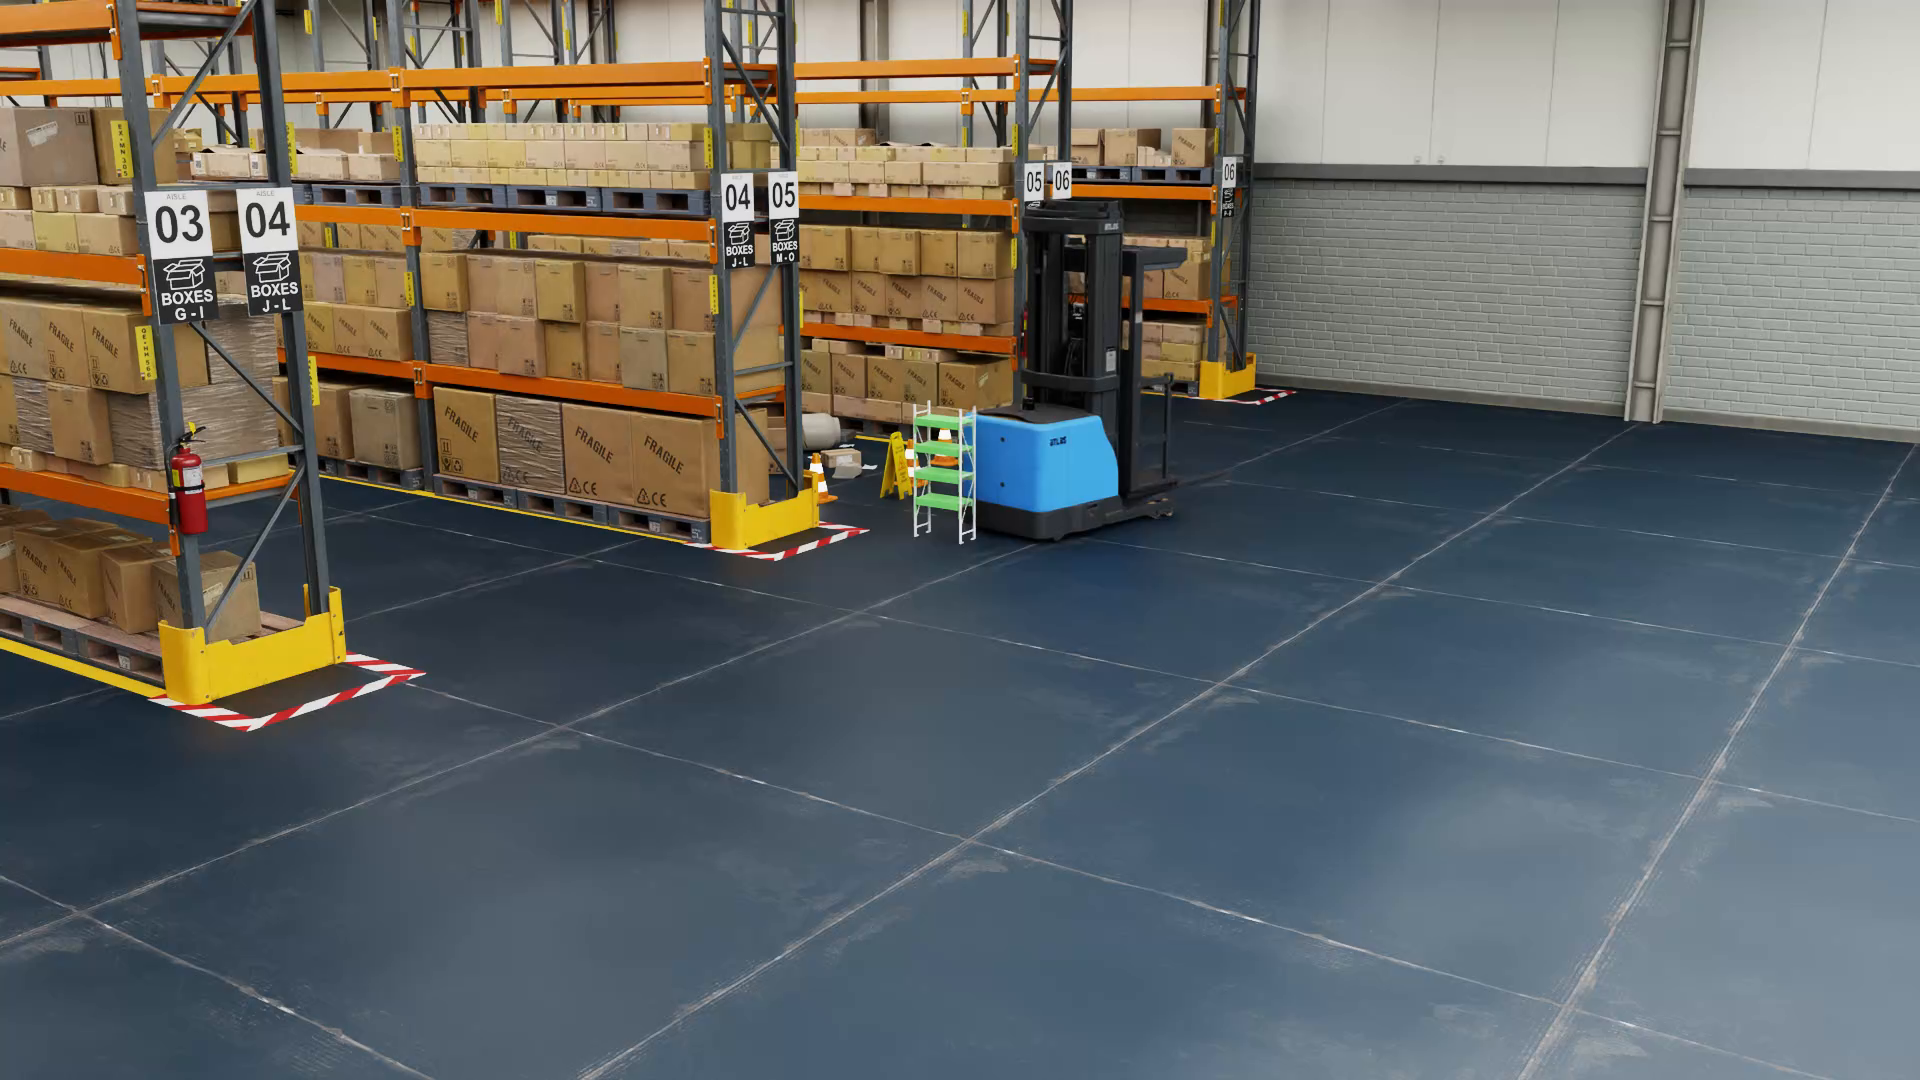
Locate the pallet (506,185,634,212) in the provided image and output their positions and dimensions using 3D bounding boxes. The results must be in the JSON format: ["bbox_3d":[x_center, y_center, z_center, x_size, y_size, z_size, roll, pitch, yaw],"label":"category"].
[{"bbox_3d":[-3.401,-3.177,15.356,1.213,0.211,1.003,9,17,33],"label":"pallet"}]

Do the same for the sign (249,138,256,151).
[{"bbox_3d":[-8.085,-4.431,18.997,0.005,0.325,0.100,9,17,33],"label":"sign"}]

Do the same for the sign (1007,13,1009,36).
[{"bbox_3d":[0.694,-7.580,24.443,0.005,0.325,0.100,9,17,33],"label":"sign"}]

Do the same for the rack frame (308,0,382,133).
[{"bbox_3d":[-9.042,-7.025,24.474,0.127,3.000,1.000,9,17,33],"label":"rack frame"}]

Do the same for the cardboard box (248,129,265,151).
[{"bbox_3d":[-10.772,-6.106,25.714,0.500,0.500,0.500,10,17,34],"label":"cardboard box"}]

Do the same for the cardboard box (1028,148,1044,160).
[{"bbox_3d":[0.734,-4.313,18.625,0.250,0.149,0.380,9,17,32],"label":"cardboard box"}]

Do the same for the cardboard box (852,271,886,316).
[{"bbox_3d":[-0.925,-2.922,19.557,0.500,0.500,0.500,9,17,33],"label":"cardboard box"}]

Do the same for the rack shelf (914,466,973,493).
[{"bbox_3d":[-0.137,-0.543,14.784,0.480,0.148,0.258,9,17,33],"label":"rack shelf"}]

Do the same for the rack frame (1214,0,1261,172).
[{"bbox_3d":[3.683,-6.406,21.973,0.127,3.000,1.000,9,17,33],"label":"rack frame"}]

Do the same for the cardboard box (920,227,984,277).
[{"bbox_3d":[-0.046,-3.276,18.907,0.500,0.500,0.700,9,17,33],"label":"cardboard box"}]

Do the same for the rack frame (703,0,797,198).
[{"bbox_3d":[-1.763,-4.415,13.931,0.127,3.000,1.000,9,17,33],"label":"rack frame"}]

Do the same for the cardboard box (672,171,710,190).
[{"bbox_3d":[-2.228,-3.066,14.166,0.250,0.149,0.380,9,17,33],"label":"cardboard box"}]

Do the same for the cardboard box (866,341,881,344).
[{"bbox_3d":[-1.340,-3.355,26.202,0.625,0.625,0.875,8,16,31],"label":"cardboard box"}]

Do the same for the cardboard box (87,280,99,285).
[{"bbox_3d":[-9.909,-3.059,19.347,0.250,0.149,0.380,9,17,33],"label":"cardboard box"}]

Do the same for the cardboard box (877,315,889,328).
[{"bbox_3d":[-0.772,-2.598,19.598,0.250,0.149,0.380,9,17,33],"label":"cardboard box"}]

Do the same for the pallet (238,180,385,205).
[{"bbox_3d":[-6.908,-3.715,17.739,1.213,0.211,1.003,10,17,35],"label":"pallet"}]

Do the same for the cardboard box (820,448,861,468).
[{"bbox_3d":[-1.299,-0.893,18.119,0.380,0.149,0.250,-7,15,-25],"label":"cardboard box"}]

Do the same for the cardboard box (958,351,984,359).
[{"bbox_3d":[-0.056,-1.972,19.836,0.500,0.500,0.500,8,16,31],"label":"cardboard box"}]

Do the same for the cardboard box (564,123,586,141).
[{"bbox_3d":[-3.287,-3.625,14.762,0.250,0.149,0.380,9,16,32],"label":"cardboard box"}]

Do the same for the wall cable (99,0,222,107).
[{"bbox_3d":[-15.230,-8.986,32.319,0.133,3.039,2.988,9,17,33],"label":"wall cable"}]

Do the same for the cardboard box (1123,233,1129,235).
[{"bbox_3d":[2.256,-4.302,23.783,0.250,0.149,0.380,9,17,33],"label":"cardboard box"}]

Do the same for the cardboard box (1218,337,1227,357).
[{"bbox_3d":[3.408,-2.710,23.336,0.500,0.250,0.500,10,17,34],"label":"cardboard box"}]

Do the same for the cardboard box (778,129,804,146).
[{"bbox_3d":[-2.491,-6.178,26.004,0.500,0.500,0.500,9,17,33],"label":"cardboard box"}]

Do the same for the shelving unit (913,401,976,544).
[{"bbox_3d":[-0.137,-0.605,14.769,0.503,1.200,0.258,9,17,33],"label":"shelving unit"}]

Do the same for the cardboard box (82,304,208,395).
[{"bbox_3d":[-5.210,-1.230,10.643,0.500,0.500,0.500,9,17,33],"label":"cardboard box"}]

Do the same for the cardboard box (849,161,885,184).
[{"bbox_3d":[-0.930,-4.250,19.198,0.500,0.250,0.500,9,17,33],"label":"cardboard box"}]

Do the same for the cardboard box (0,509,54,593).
[{"bbox_3d":[-7.145,0.083,12.576,0.500,0.500,0.500,-11,17,-36],"label":"cardboard box"}]

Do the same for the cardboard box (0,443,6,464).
[{"bbox_3d":[-6.672,-0.655,11.748,0.250,0.149,0.380,9,17,33],"label":"cardboard box"}]

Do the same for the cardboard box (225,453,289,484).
[{"bbox_3d":[-4.719,-0.491,11.088,0.250,0.149,0.380,9,17,33],"label":"cardboard box"}]

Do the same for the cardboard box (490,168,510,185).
[{"bbox_3d":[-4.125,-3.373,15.406,0.250,0.149,0.380,9,16,32],"label":"cardboard box"}]

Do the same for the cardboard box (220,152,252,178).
[{"bbox_3d":[-7.508,-4.003,17.740,0.500,0.250,0.500,10,17,34],"label":"cardboard box"}]

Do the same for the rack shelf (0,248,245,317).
[{"bbox_3d":[-6.275,-1.903,11.521,4.000,0.370,1.077,9,17,33],"label":"rack shelf"}]

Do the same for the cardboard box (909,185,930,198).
[{"bbox_3d":[-0.369,-3.970,18.899,0.250,0.149,0.380,9,17,32],"label":"cardboard box"}]

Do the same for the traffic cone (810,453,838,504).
[{"bbox_3d":[-1.412,-0.626,16.388,0.334,0.463,0.336,9,17,33],"label":"traffic cone"}]

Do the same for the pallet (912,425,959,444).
[{"bbox_3d":[0.198,-1.276,19.539,1.213,0.211,1.003,9,17,33],"label":"pallet"}]

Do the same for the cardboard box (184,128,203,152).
[{"bbox_3d":[-9.011,-4.630,19.242,0.258,0.266,0.396,9,17,33],"label":"cardboard box"}]

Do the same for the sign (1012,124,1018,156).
[{"bbox_3d":[0.589,-4.281,17.791,0.005,0.325,0.100,9,17,33],"label":"sign"}]

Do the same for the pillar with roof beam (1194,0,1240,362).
[{"bbox_3d":[1.205,-5.820,19.609,0.400,9.000,9.100,9,17,33],"label":"pillar with roof beam"}]

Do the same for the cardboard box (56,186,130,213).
[{"bbox_3d":[-5.459,-2.152,10.516,0.250,0.149,0.380,8,16,30],"label":"cardboard box"}]

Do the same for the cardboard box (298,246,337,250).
[{"bbox_3d":[-7.187,-2.912,18.054,0.500,0.500,0.700,9,16,32],"label":"cardboard box"}]

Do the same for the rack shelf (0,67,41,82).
[{"bbox_3d":[-13.380,-5.942,21.603,4.000,0.370,1.077,9,17,33],"label":"rack shelf"}]

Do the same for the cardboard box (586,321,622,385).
[{"bbox_3d":[-2.960,-1.786,15.483,0.550,0.550,0.875,9,17,33],"label":"cardboard box"}]

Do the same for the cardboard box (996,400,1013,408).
[{"bbox_3d":[0.400,-1.536,19.634,0.500,0.250,0.500,9,17,32],"label":"cardboard box"}]

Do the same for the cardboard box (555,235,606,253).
[{"bbox_3d":[-5.042,-3.798,22.223,0.500,0.500,0.500,10,17,36],"label":"cardboard box"}]

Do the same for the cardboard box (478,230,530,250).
[{"bbox_3d":[-6.298,-4.127,22.965,0.500,0.500,0.500,9,16,31],"label":"cardboard box"}]

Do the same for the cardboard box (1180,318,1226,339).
[{"bbox_3d":[3.389,-2.950,23.267,0.500,0.250,0.500,9,16,32],"label":"cardboard box"}]

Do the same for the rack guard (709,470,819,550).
[{"bbox_3d":[-1.743,-0.286,14.939,0.348,0.500,1.175,9,17,33],"label":"rack guard"}]

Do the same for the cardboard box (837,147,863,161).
[{"bbox_3d":[-1.213,-4.490,19.340,0.250,0.149,0.380,9,16,32],"label":"cardboard box"}]

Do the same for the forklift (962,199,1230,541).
[{"bbox_3d":[1.403,-1.694,15.566,3.031,2.935,1.130,-13,19,-43],"label":"forklift"}]

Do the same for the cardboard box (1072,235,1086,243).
[{"bbox_3d":[1.792,-4.249,23.569,0.250,0.149,0.380,9,17,33],"label":"cardboard box"}]

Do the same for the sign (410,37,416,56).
[{"bbox_3d":[-9.897,-8.935,30.082,0.005,0.325,0.100,9,17,33],"label":"sign"}]

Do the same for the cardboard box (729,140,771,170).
[{"bbox_3d":[-2.021,-3.399,14.680,0.500,0.250,0.500,9,17,33],"label":"cardboard box"}]

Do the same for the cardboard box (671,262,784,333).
[{"bbox_3d":[-2.050,-2.157,14.737,0.550,0.550,0.875,9,17,33],"label":"cardboard box"}]

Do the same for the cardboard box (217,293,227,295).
[{"bbox_3d":[-8.180,-2.510,18.513,0.500,0.500,0.500,9,17,33],"label":"cardboard box"}]
